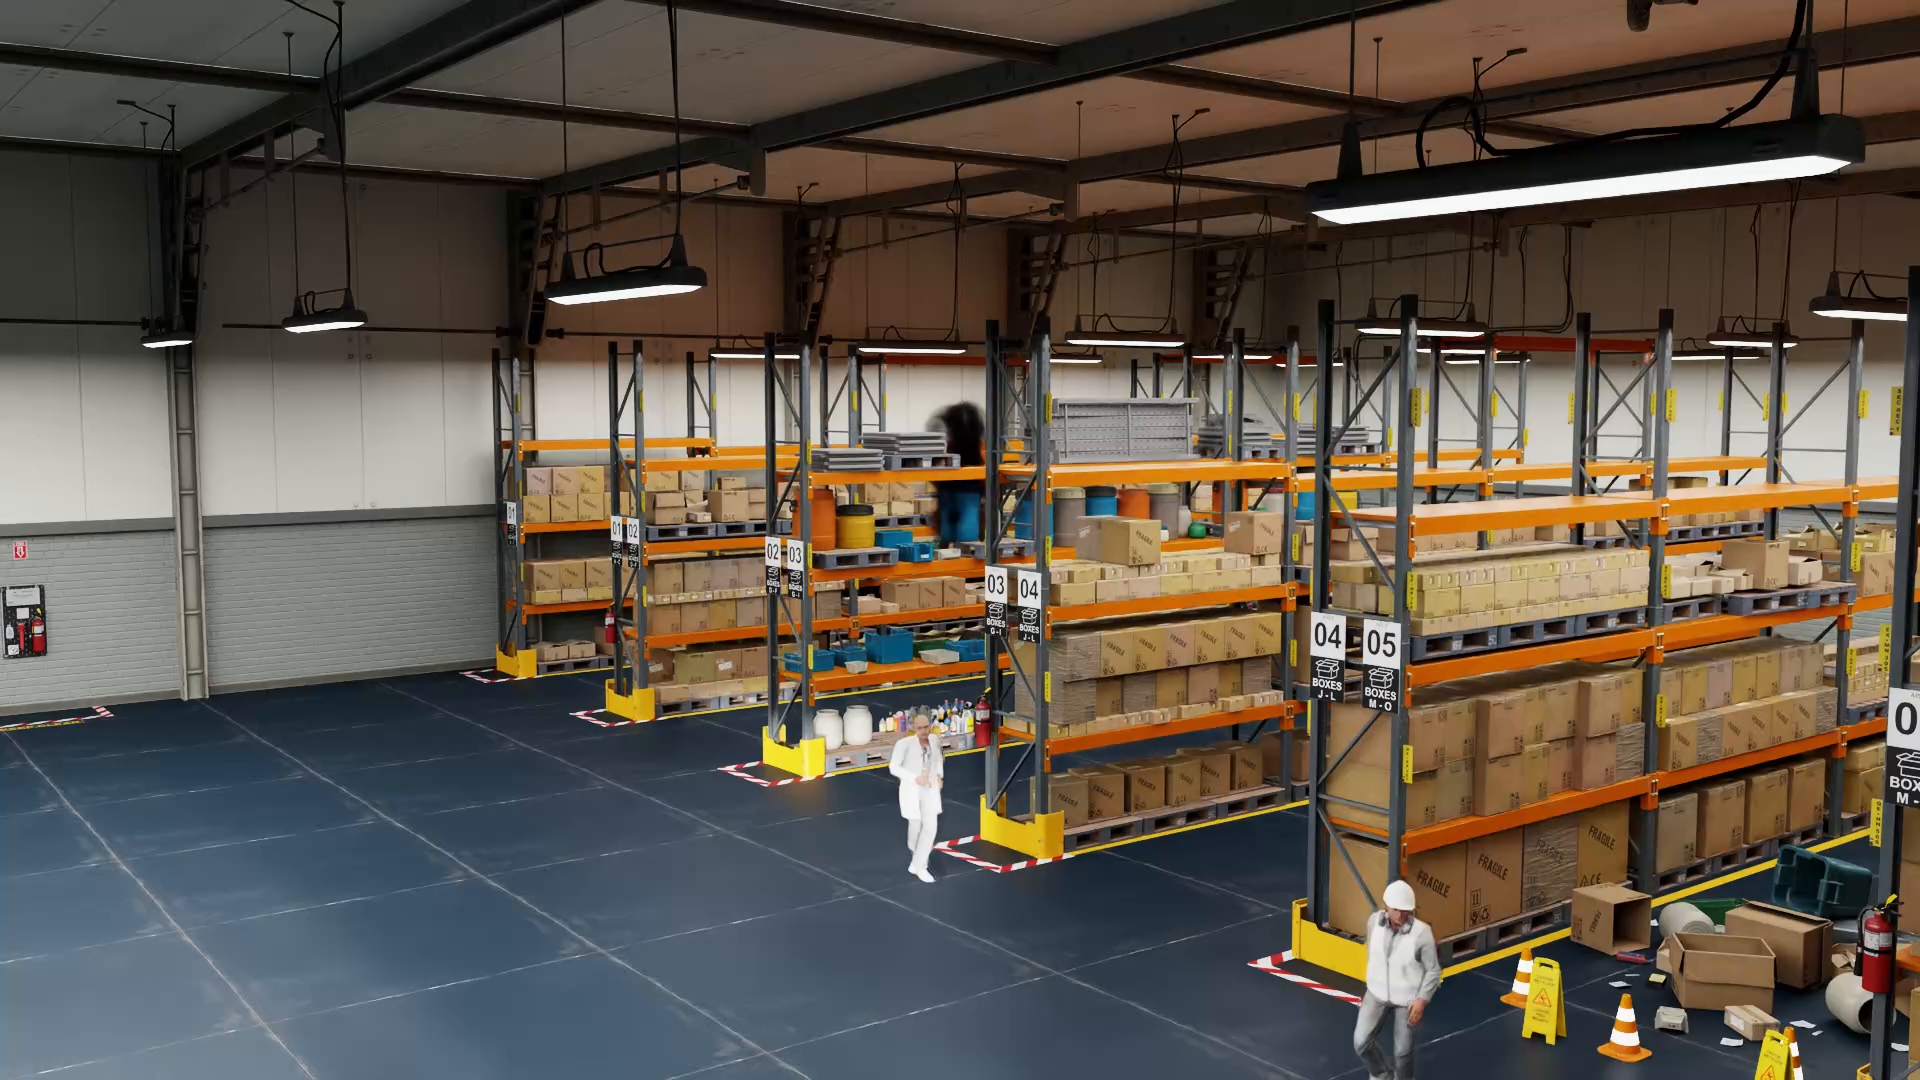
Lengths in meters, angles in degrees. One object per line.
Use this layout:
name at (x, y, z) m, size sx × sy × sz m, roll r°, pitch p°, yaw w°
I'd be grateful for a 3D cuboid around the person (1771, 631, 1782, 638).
person at (12.042, 2.176, 24.694) m, size 0.471 × 1.708 × 0.784 m, roll 5°, pitch 7°, yaw 44°

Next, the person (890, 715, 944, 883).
person at (-0.482, 2.714, 17.867) m, size 0.667 × 1.756 × 0.926 m, roll -2°, pitch 5°, yaw -18°

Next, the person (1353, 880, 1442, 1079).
person at (3.154, 3.254, 11.923) m, size 0.634 × 1.721 × 0.754 m, roll 3°, pitch 6°, yaw 32°
